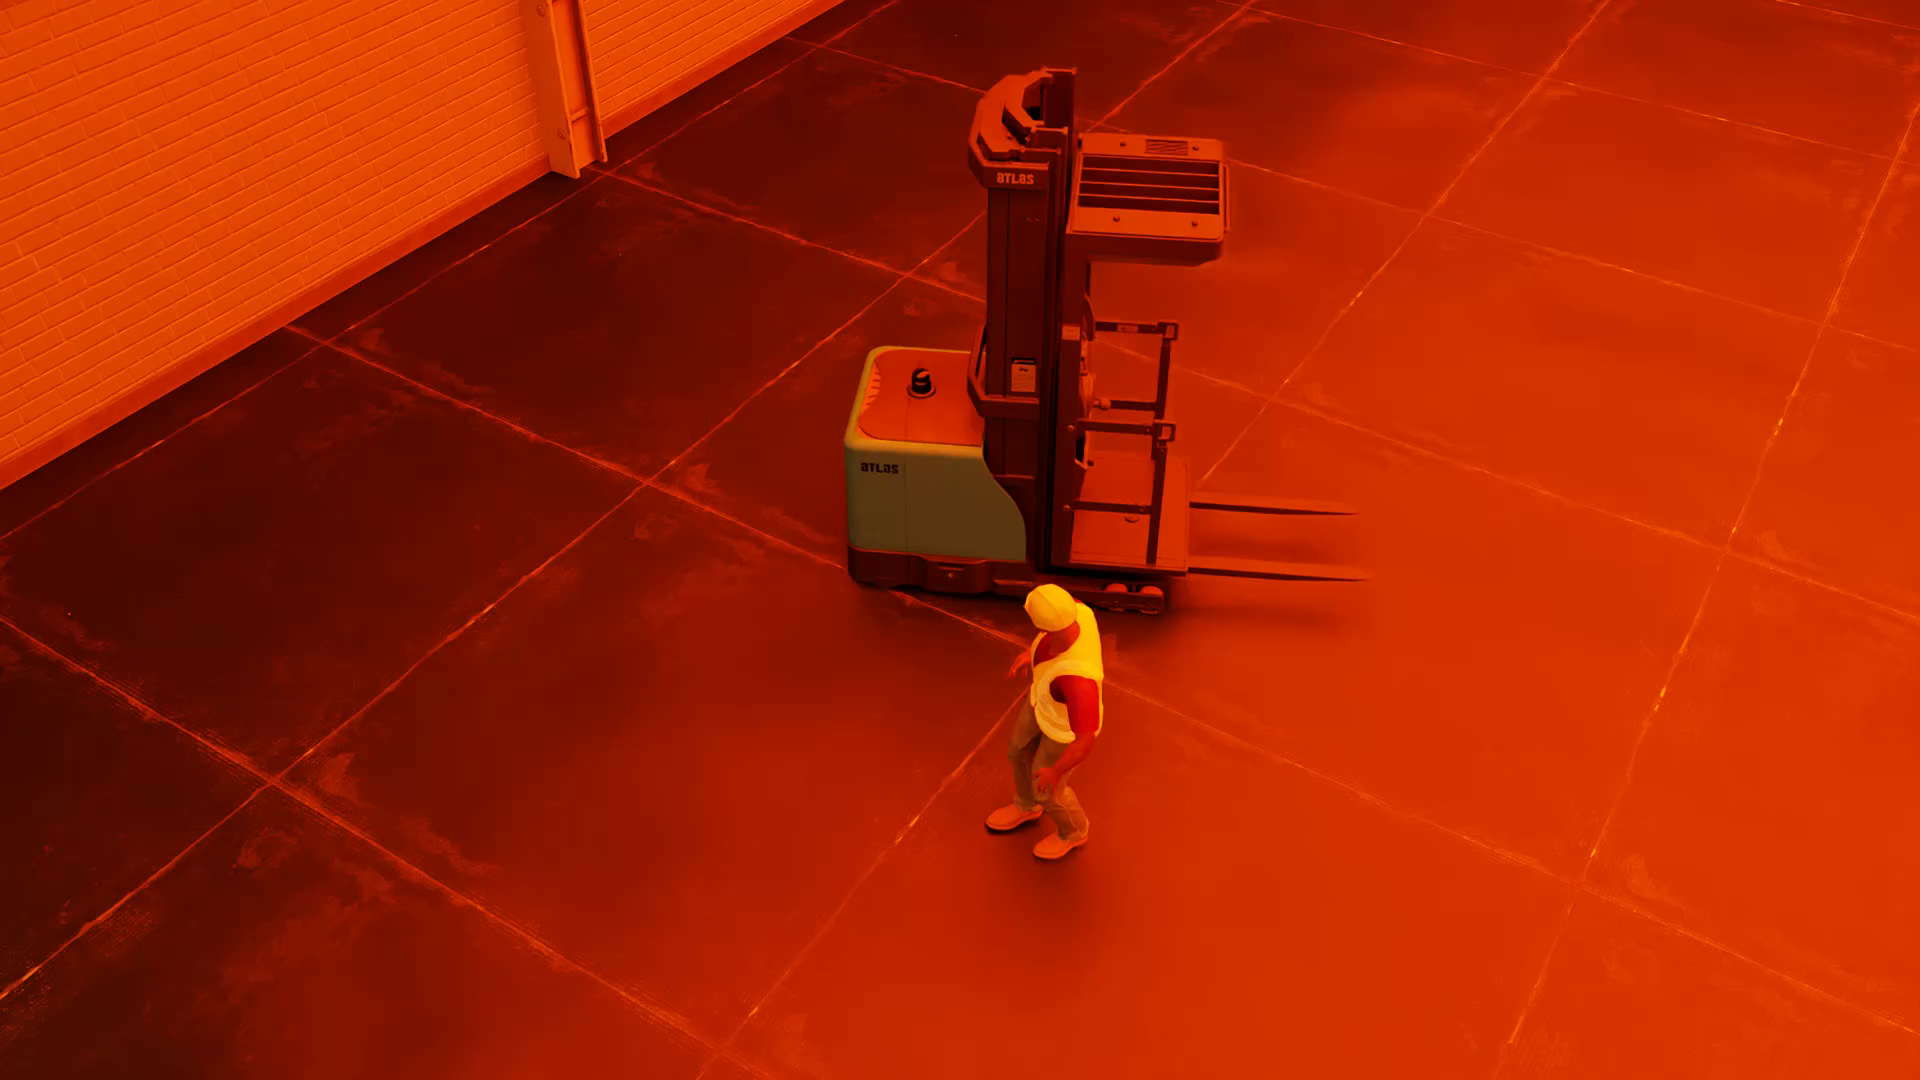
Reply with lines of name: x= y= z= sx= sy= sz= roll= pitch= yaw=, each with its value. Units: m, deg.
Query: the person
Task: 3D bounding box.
person: x=0.417 y=0.867 z=7.876 sx=0.509 sy=1.731 sz=0.775 roll=-9 pitch=41 yaw=-10

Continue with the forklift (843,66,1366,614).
forklift: x=0.887 y=-1.051 z=9.208 sx=3.031 sy=2.935 sz=1.130 roll=4 pitch=40 yaw=5
